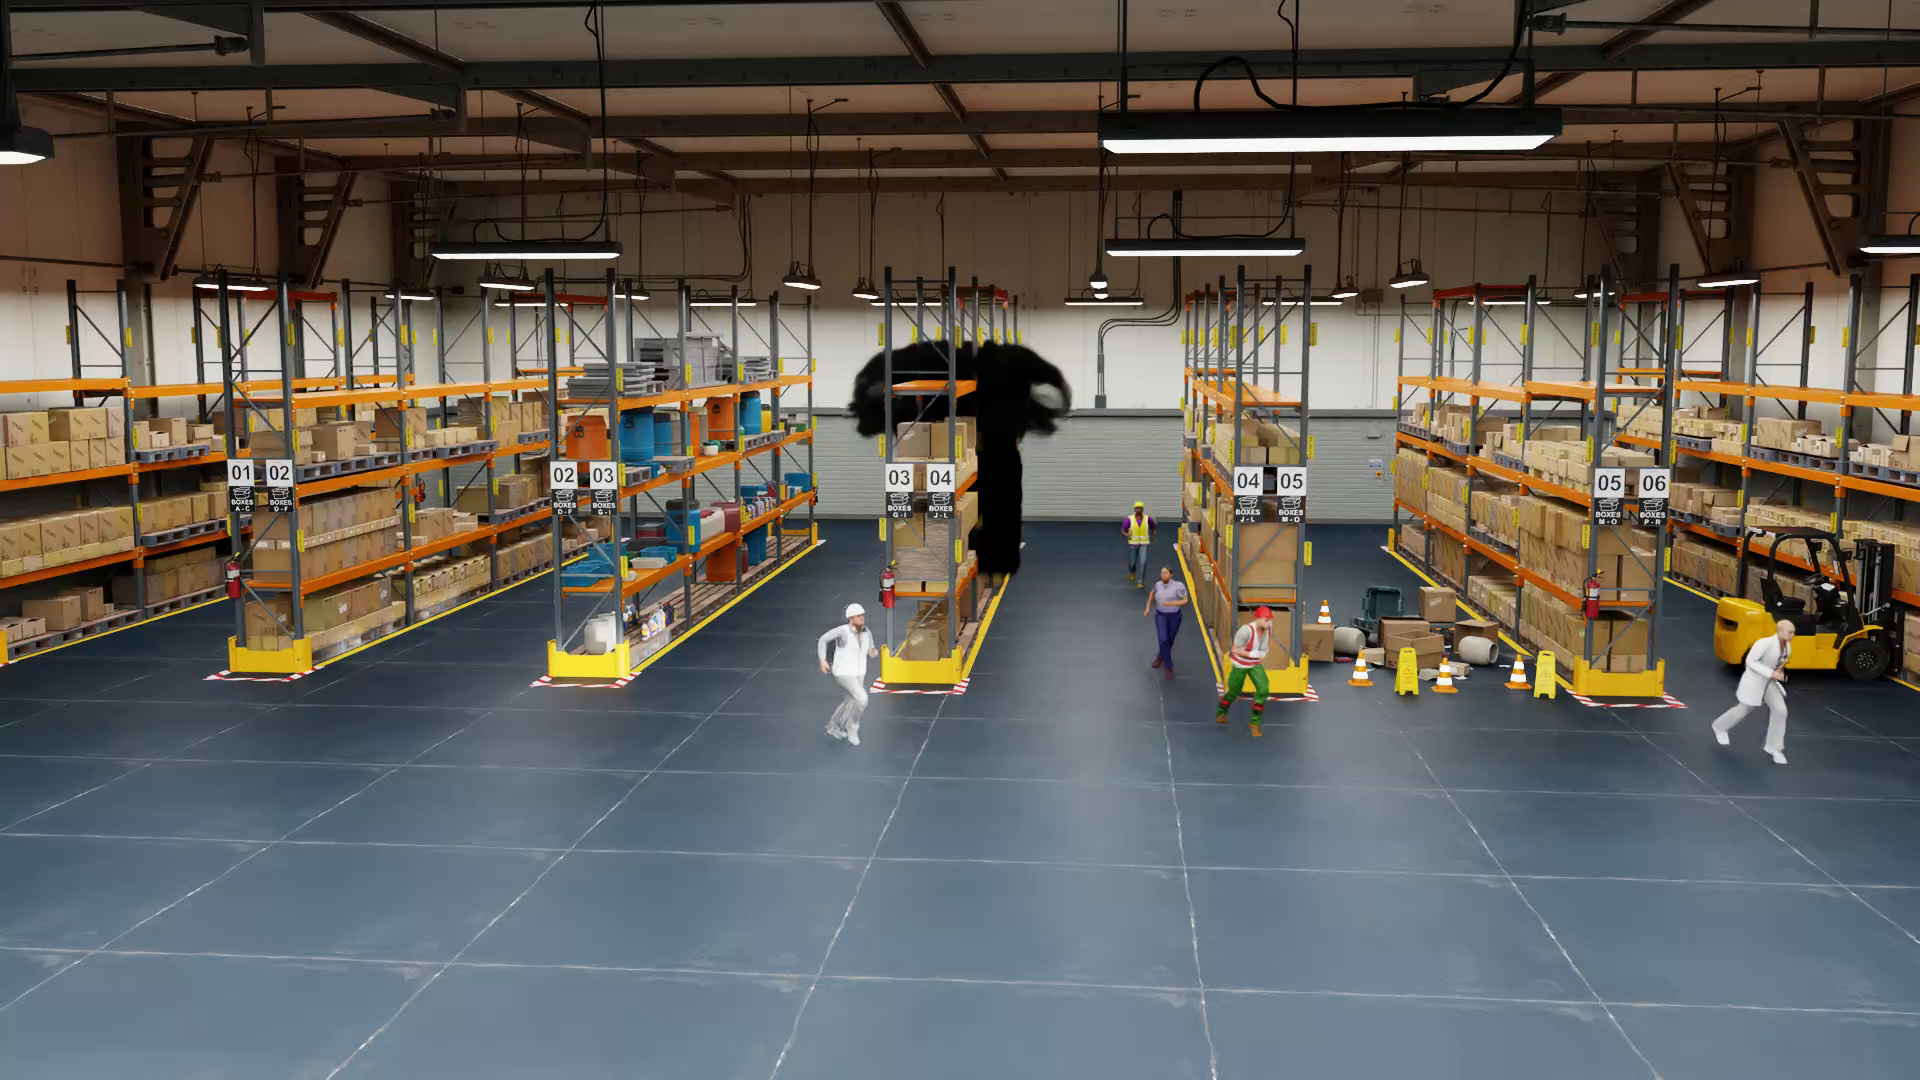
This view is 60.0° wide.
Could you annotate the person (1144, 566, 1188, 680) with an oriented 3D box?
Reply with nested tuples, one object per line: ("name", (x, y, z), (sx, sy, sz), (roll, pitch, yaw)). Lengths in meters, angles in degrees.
("person", (3.061, 1.207, 24.756), (0.664, 1.670, 0.809), (1, 7, 11))

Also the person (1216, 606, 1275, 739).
("person", (3.629, 1.644, 21.080), (0.705, 1.719, 1.010), (-4, 8, -29))

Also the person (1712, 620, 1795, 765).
("person", (9.557, 1.768, 19.974), (0.755, 1.743, 1.024), (-4, 8, -28))

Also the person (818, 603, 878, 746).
("person", (-1.350, 1.647, 20.452), (0.808, 1.757, 0.683), (6, 9, 42))

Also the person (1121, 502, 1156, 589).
("person", (3.597, 0.090, 33.429), (0.714, 1.733, 0.791), (0, 7, 2))
